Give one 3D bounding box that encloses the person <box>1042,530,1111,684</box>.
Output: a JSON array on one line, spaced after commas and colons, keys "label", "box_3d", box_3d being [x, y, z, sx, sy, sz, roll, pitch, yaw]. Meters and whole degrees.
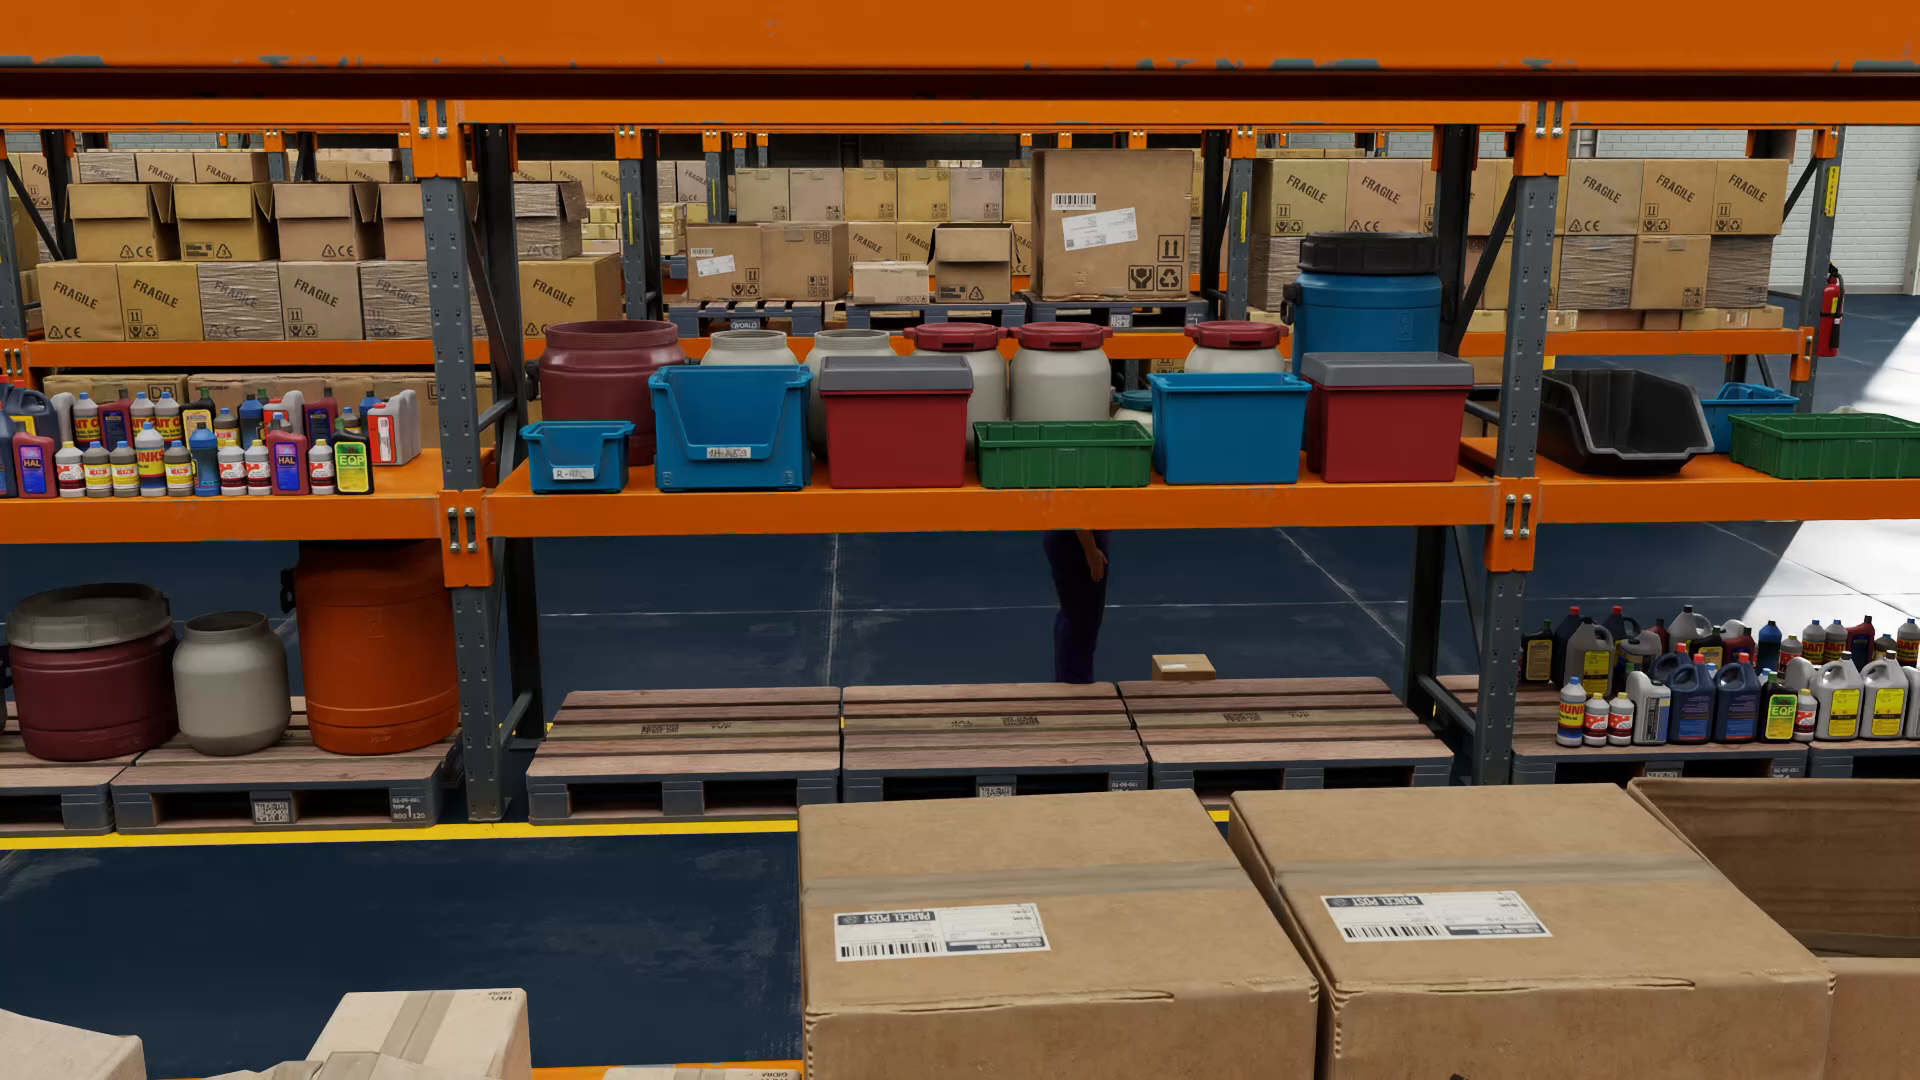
[{"label": "person", "box_3d": [0.563, 0.013, 7.456, 0.386, 1.693, 0.516, 1, 14, 3]}]
